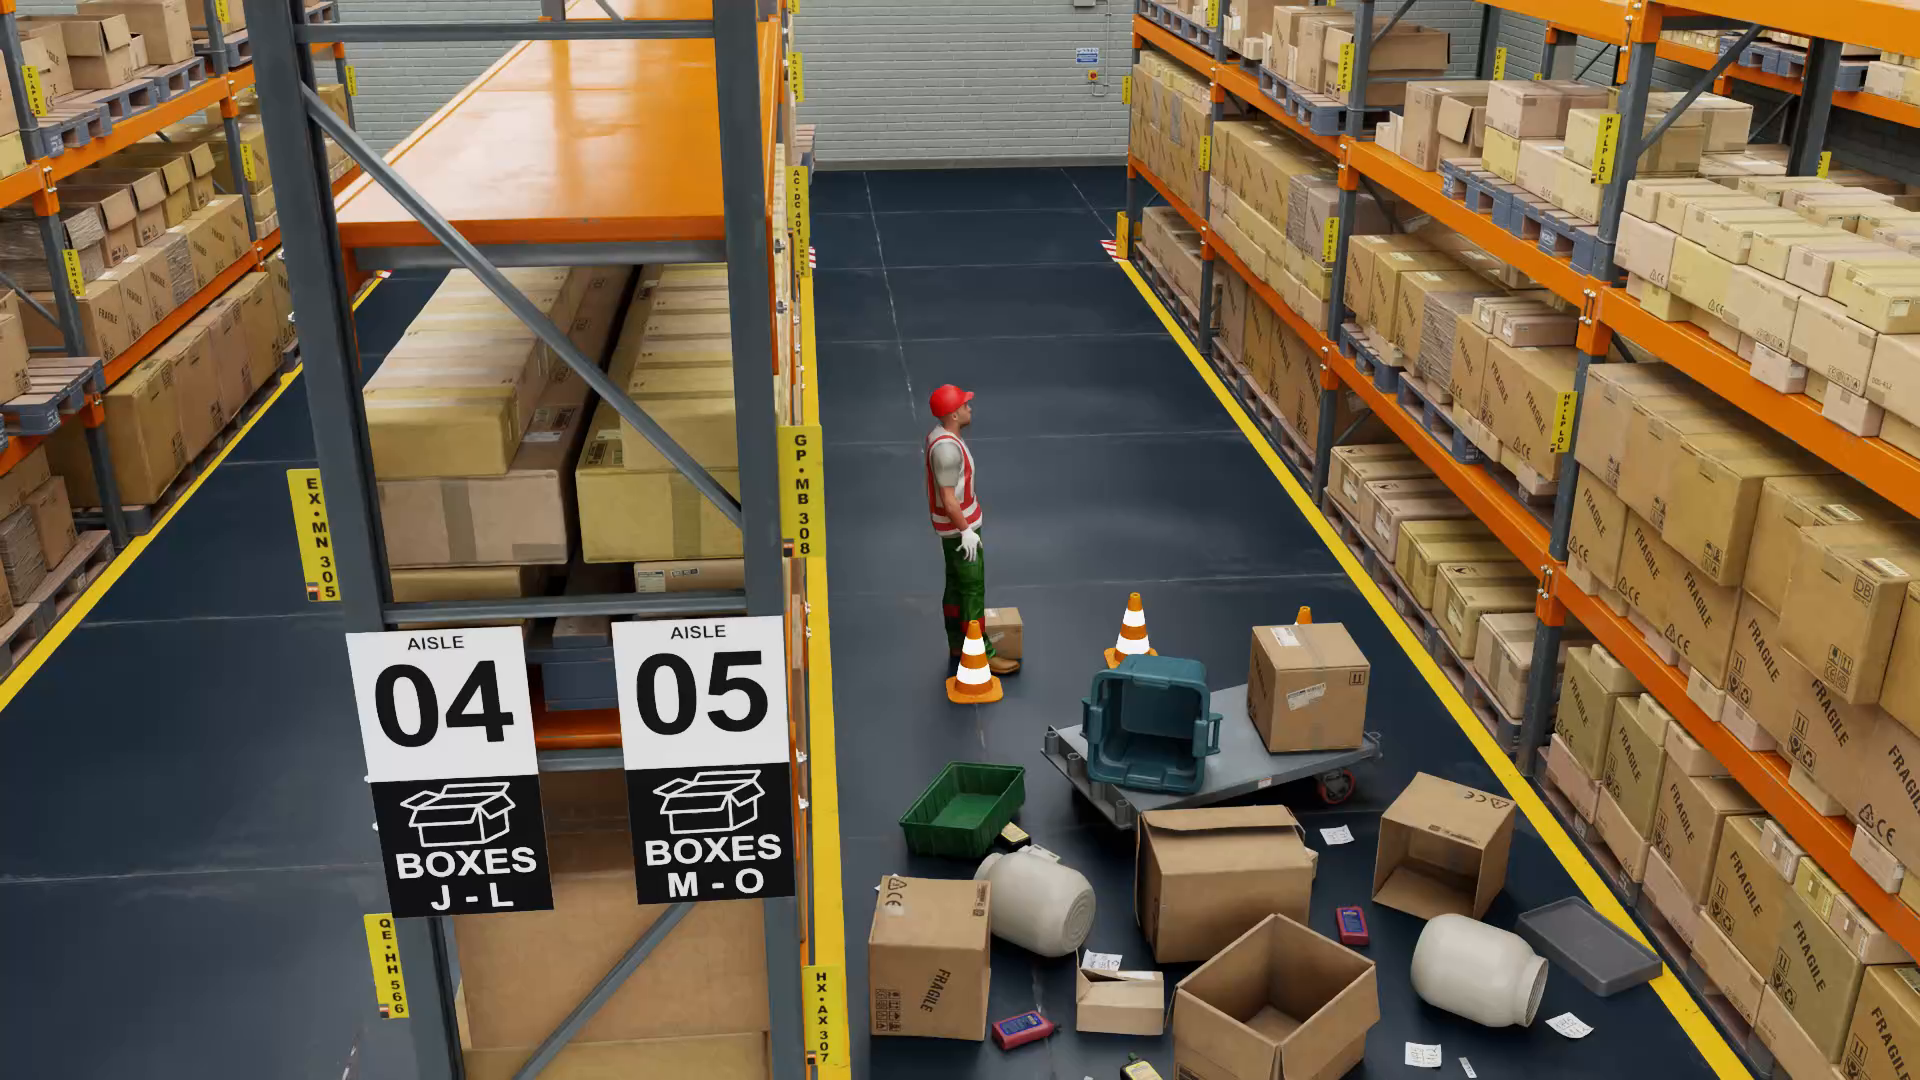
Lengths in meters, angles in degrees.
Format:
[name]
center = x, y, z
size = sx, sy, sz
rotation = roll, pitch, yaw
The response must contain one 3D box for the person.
[person]
center = 0.069, -0.091, 10.255
size = 0.564, 1.787, 0.638
rotation = -2, 24, -5
